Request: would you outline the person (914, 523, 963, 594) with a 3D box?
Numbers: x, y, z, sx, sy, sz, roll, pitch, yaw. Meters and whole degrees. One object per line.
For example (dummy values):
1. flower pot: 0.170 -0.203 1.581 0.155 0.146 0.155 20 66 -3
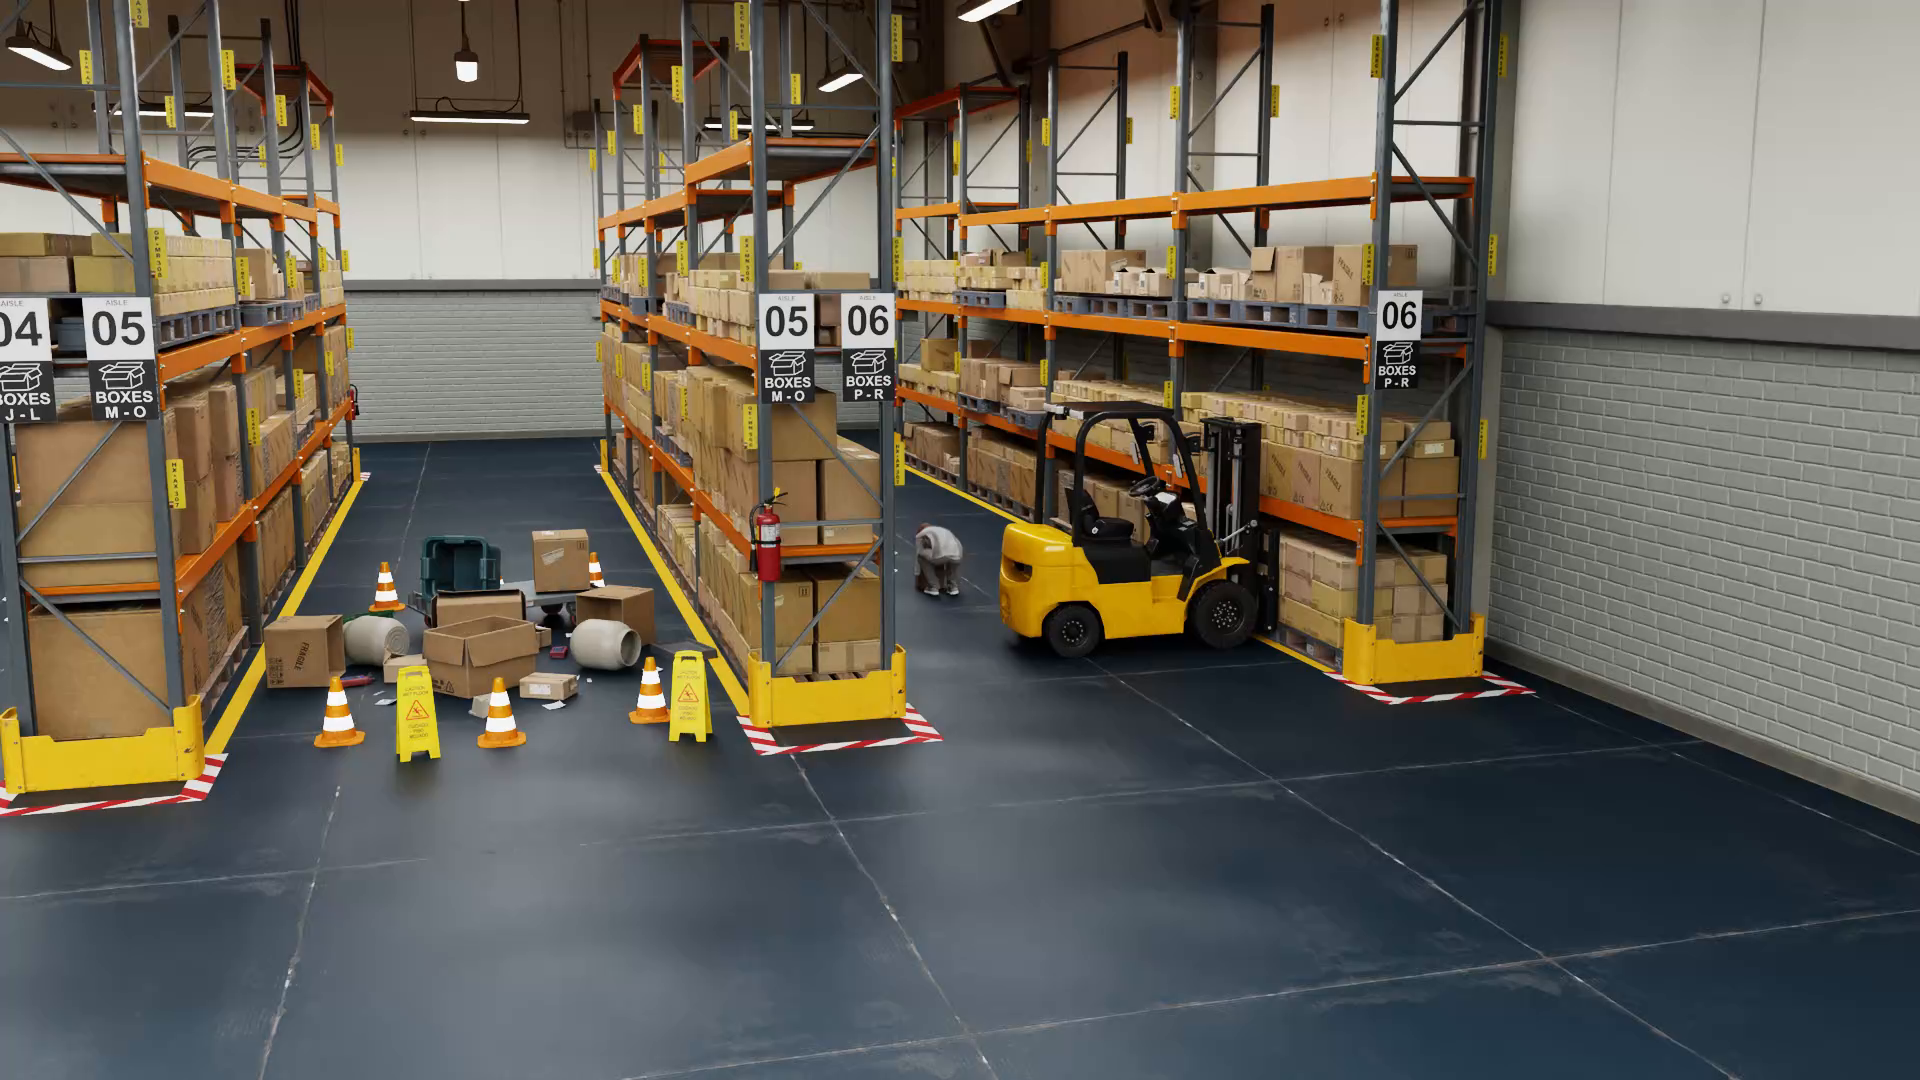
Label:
1. person: -0.234 0.214 17.445 0.421 0.709 0.858 -3 10 -17
